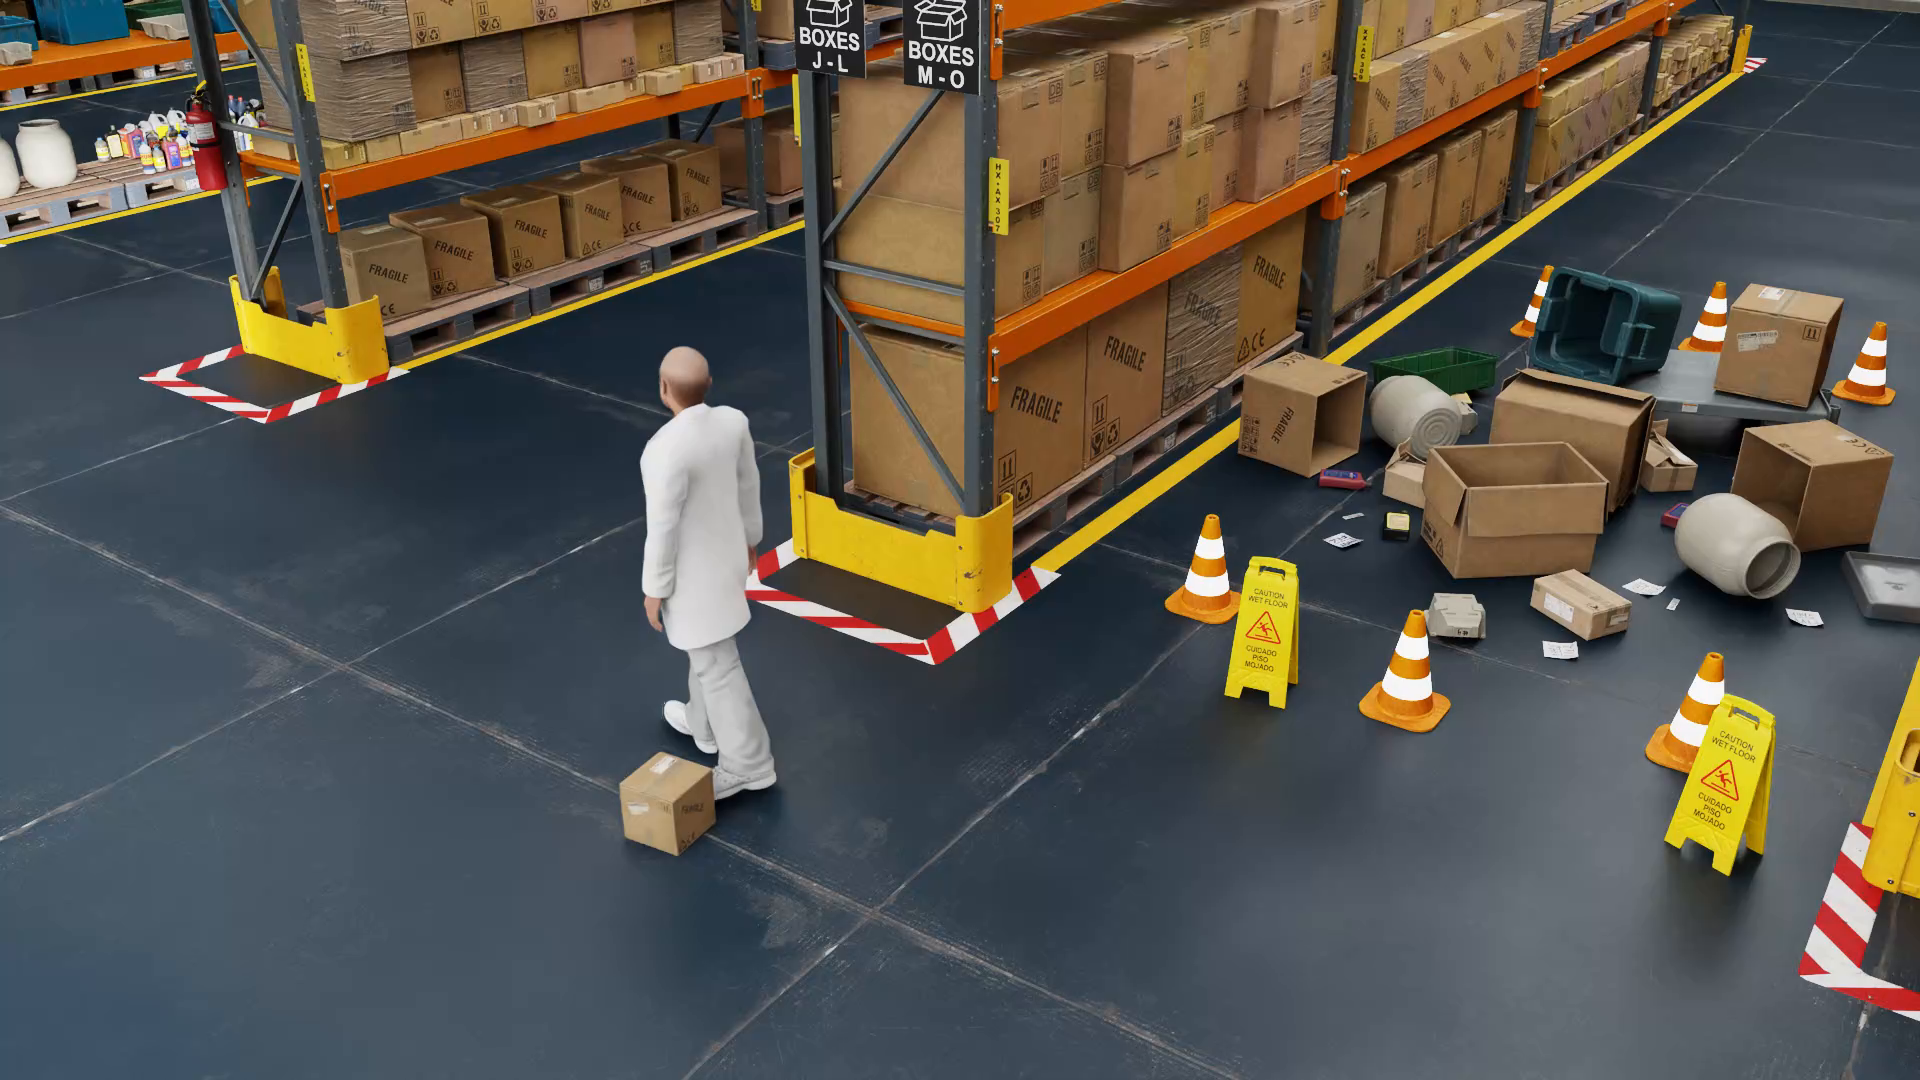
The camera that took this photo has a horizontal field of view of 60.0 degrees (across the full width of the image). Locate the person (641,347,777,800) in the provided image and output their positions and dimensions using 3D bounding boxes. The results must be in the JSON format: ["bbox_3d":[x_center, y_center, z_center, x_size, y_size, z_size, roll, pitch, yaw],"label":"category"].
[{"bbox_3d":[-1.009,0.105,6.411,0.691,1.777,0.652,11,29,22],"label":"person"}]
